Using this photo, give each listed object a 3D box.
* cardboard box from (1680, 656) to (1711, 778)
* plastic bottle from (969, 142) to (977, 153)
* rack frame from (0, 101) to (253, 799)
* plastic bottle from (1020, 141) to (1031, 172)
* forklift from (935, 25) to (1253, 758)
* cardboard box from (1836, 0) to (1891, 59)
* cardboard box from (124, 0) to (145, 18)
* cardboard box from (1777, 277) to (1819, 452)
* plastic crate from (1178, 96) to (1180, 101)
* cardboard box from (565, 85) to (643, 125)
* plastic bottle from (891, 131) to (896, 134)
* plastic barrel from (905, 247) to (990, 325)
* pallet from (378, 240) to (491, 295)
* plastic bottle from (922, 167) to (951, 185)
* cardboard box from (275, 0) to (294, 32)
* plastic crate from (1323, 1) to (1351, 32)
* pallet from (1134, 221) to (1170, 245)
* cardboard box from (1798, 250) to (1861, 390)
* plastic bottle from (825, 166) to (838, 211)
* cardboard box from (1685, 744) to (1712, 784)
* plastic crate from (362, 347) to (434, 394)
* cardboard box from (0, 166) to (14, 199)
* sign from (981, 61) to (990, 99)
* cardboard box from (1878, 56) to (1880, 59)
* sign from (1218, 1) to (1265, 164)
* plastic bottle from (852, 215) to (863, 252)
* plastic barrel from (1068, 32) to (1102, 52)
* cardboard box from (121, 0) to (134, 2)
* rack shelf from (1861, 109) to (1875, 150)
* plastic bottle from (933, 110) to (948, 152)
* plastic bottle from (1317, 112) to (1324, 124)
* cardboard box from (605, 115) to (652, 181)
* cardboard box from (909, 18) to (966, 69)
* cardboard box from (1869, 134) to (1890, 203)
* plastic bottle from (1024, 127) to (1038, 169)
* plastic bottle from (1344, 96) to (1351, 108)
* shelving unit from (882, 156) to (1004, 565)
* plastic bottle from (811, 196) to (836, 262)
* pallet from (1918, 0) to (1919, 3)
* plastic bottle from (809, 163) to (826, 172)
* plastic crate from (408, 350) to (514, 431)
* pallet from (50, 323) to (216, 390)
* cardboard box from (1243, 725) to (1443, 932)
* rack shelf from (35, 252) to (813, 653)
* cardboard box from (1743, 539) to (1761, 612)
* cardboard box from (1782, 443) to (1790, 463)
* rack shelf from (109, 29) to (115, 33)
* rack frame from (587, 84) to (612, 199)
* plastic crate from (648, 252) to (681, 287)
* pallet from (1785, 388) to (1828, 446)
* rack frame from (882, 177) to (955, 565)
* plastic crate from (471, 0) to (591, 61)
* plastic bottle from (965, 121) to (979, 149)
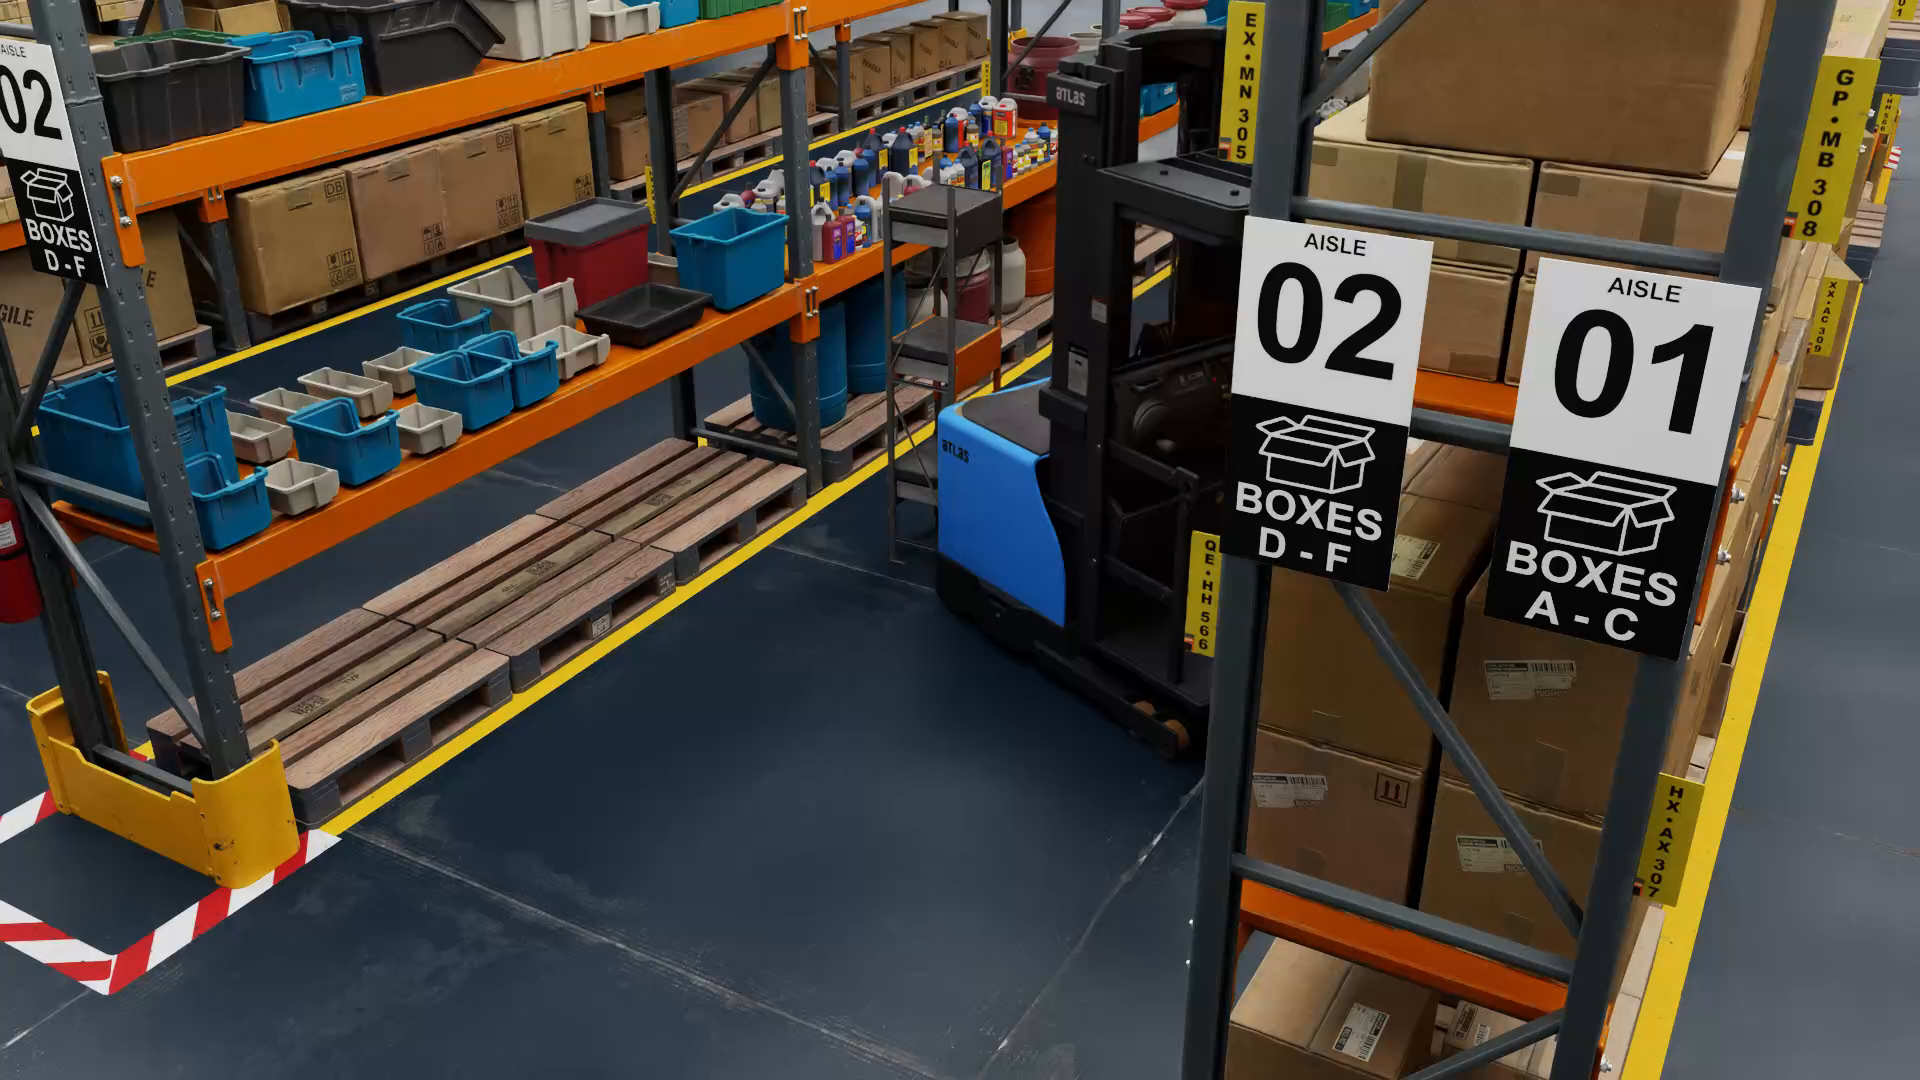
[{"bbox_3d":[1.763,0.561,4.667,0.500,0.500,0.500,14,30,26],"label":"cardboard box"},{"bbox_3d":[0.085,-2.498,11.019,0.061,0.283,0.133,14,30,26],"label":"plastic bottle"},{"bbox_3d":[-3.244,-0.169,6.237,1.000,3.000,0.127,14,30,26],"label":"rack frame"},{"bbox_3d":[0.438,-2.626,11.367,0.097,0.201,0.097,0,27,0],"label":"plastic bottle"},{"bbox_3d":[1.162,-0.601,7.176,1.130,2.935,3.031,-19,32,-33],"label":"forklift"},{"bbox_3d":[2.782,-1.690,5.534,0.500,0.250,0.500,14,30,26],"label":"cardboard box"},{"bbox_3d":[-7.982,-5.095,15.888,0.380,0.149,0.250,15,30,27],"label":"cardboard box"},{"bbox_3d":[2.761,-0.673,6.016,0.500,0.500,0.500,14,30,25],"label":"cardboard box"},{"bbox_3d":[1.753,-3.878,13.575,0.402,0.464,0.583,14,30,26],"label":"plastic crate"},{"bbox_3d":[-3.317,-4.060,15.472,0.500,0.250,0.500,16,31,28],"label":"cardboard box"},{"bbox_3d":[-0.452,-2.643,11.322,0.097,0.271,0.097,0,27,0],"label":"plastic bottle"},{"bbox_3d":[-0.090,-1.762,11.644,0.600,0.588,0.708,14,30,26],"label":"plastic barrel"},{"bbox_3d":[-4.676,-2.367,13.742,1.003,0.211,1.213,14,30,26],"label":"pallet"},{"bbox_3d":[-0.148,-2.221,10.473,0.152,0.276,0.135,14,30,26],"label":"plastic bottle"},{"bbox_3d":[-4.934,-3.828,12.313,0.797,0.503,0.637,15,30,27],"label":"cardboard box"},{"bbox_3d":[3.573,-5.218,16.560,0.450,0.188,0.662,14,30,26],"label":"plastic crate"},{"bbox_3d":[1.707,-2.807,14.622,1.003,0.211,1.213,14,30,26],"label":"pallet"},{"bbox_3d":[3.462,-1.004,7.324,0.700,0.500,0.500,4,27,9],"label":"cardboard box"},{"bbox_3d":[-0.819,-2.214,10.466,0.097,0.271,0.097,0,27,0],"label":"plastic bottle"},{"bbox_3d":[2.632,0.946,6.521,0.500,0.311,0.500,14,30,26],"label":"cardboard box"},{"bbox_3d":[-2.600,-0.779,7.683,0.298,0.136,0.250,14,30,26],"label":"plastic crate"},{"bbox_3d":[-6.081,-2.254,10.237,0.500,0.250,0.500,15,30,27],"label":"cardboard box"},{"bbox_3d":[0.209,-3.479,12.666,0.100,0.325,0.005,14,30,26],"label":"sign"},{"bbox_3d":[3.027,-1.662,6.036,0.500,0.250,0.500,14,30,26],"label":"cardboard box"},{"bbox_3d":[0.593,-0.944,3.446,0.100,0.325,0.005,14,30,26],"label":"sign"},{"bbox_3d":[-0.618,-1.789,9.695,0.097,0.201,0.097,0,27,0],"label":"plastic bottle"},{"bbox_3d":[1.011,-3.785,13.335,0.421,0.512,0.421,0,27,0],"label":"plastic barrel"},{"bbox_3d":[-7.993,-5.218,15.801,0.380,0.149,0.250,15,30,27],"label":"cardboard box"},{"bbox_3d":[4.018,-2.435,8.216,1.077,0.370,4.000,14,30,26],"label":"rack shelf"},{"bbox_3d":[-0.136,-2.915,11.853,0.061,0.283,0.133,14,30,26],"label":"plastic bottle"},{"bbox_3d":[3.628,-4.180,16.792,0.061,0.283,0.133,16,31,28],"label":"plastic bottle"},{"bbox_3d":[-3.309,-3.722,15.636,0.700,0.500,0.500,13,29,23],"label":"cardboard box"},{"bbox_3d":[-0.271,-6.085,20.379,0.500,0.500,0.500,24,35,39],"label":"cardboard box"},{"bbox_3d":[7.470,-3.159,13.975,0.500,0.500,0.500,14,30,26],"label":"cardboard box"},{"bbox_3d":[0.486,-2.695,11.427,0.097,0.271,0.097,0,27,0],"label":"plastic bottle"},{"bbox_3d":[4.063,-4.525,17.482,0.061,0.283,0.133,15,30,27],"label":"plastic bottle"},{"bbox_3d":[-0.081,-0.874,8.651,0.431,2.100,0.503,14,30,26],"label":"shelving unit"},{"bbox_3d":[-0.801,-1.788,9.525,0.144,0.351,0.185,14,30,26],"label":"plastic bottle"},{"bbox_3d":[3.924,-2.537,7.826,1.213,0.211,1.003,14,30,26],"label":"pallet"},{"bbox_3d":[-0.936,-2.236,10.505,0.152,0.276,0.135,14,30,26],"label":"plastic bottle"},{"bbox_3d":[-2.188,-0.658,7.334,0.416,0.233,0.300,14,30,26],"label":"plastic crate"},{"bbox_3d":[-6.031,-1.293,11.597,1.003,0.211,1.213,14,30,26],"label":"pallet"},{"bbox_3d":[1.050,0.644,4.501,0.500,0.500,0.500,15,30,28],"label":"cardboard box"},{"bbox_3d":[-2.260,-0.627,7.955,1.077,0.370,4.000,14,30,26],"label":"rack shelf"},{"bbox_3d":[3.484,0.150,7.900,0.500,0.500,0.500,13,29,24],"label":"cardboard box"},{"bbox_3d":[3.976,-0.575,8.511,0.500,0.250,0.500,14,30,26],"label":"cardboard box"},{"bbox_3d":[-8.873,-4.408,15.509,1.077,0.370,4.000,14,30,26],"label":"rack shelf"},{"bbox_3d":[-3.621,-4.378,14.644,1.000,3.000,0.127,14,30,26],"label":"rack frame"},{"bbox_3d":[-1.630,-1.487,9.098,0.396,0.136,0.243,14,30,26],"label":"plastic crate"},{"bbox_3d":[3.522,-0.838,7.787,1.003,0.211,1.213,14,30,26],"label":"pallet"},{"bbox_3d":[-0.201,-0.779,8.461,0.400,2.100,0.015,14,30,26],"label":"rack frame"},{"bbox_3d":[-1.885,-2.253,7.182,0.437,0.282,0.530,14,30,26],"label":"plastic crate"},{"bbox_3d":[0.087,-2.900,11.915,0.097,0.201,0.097,0,27,0],"label":"plastic bottle"}]
